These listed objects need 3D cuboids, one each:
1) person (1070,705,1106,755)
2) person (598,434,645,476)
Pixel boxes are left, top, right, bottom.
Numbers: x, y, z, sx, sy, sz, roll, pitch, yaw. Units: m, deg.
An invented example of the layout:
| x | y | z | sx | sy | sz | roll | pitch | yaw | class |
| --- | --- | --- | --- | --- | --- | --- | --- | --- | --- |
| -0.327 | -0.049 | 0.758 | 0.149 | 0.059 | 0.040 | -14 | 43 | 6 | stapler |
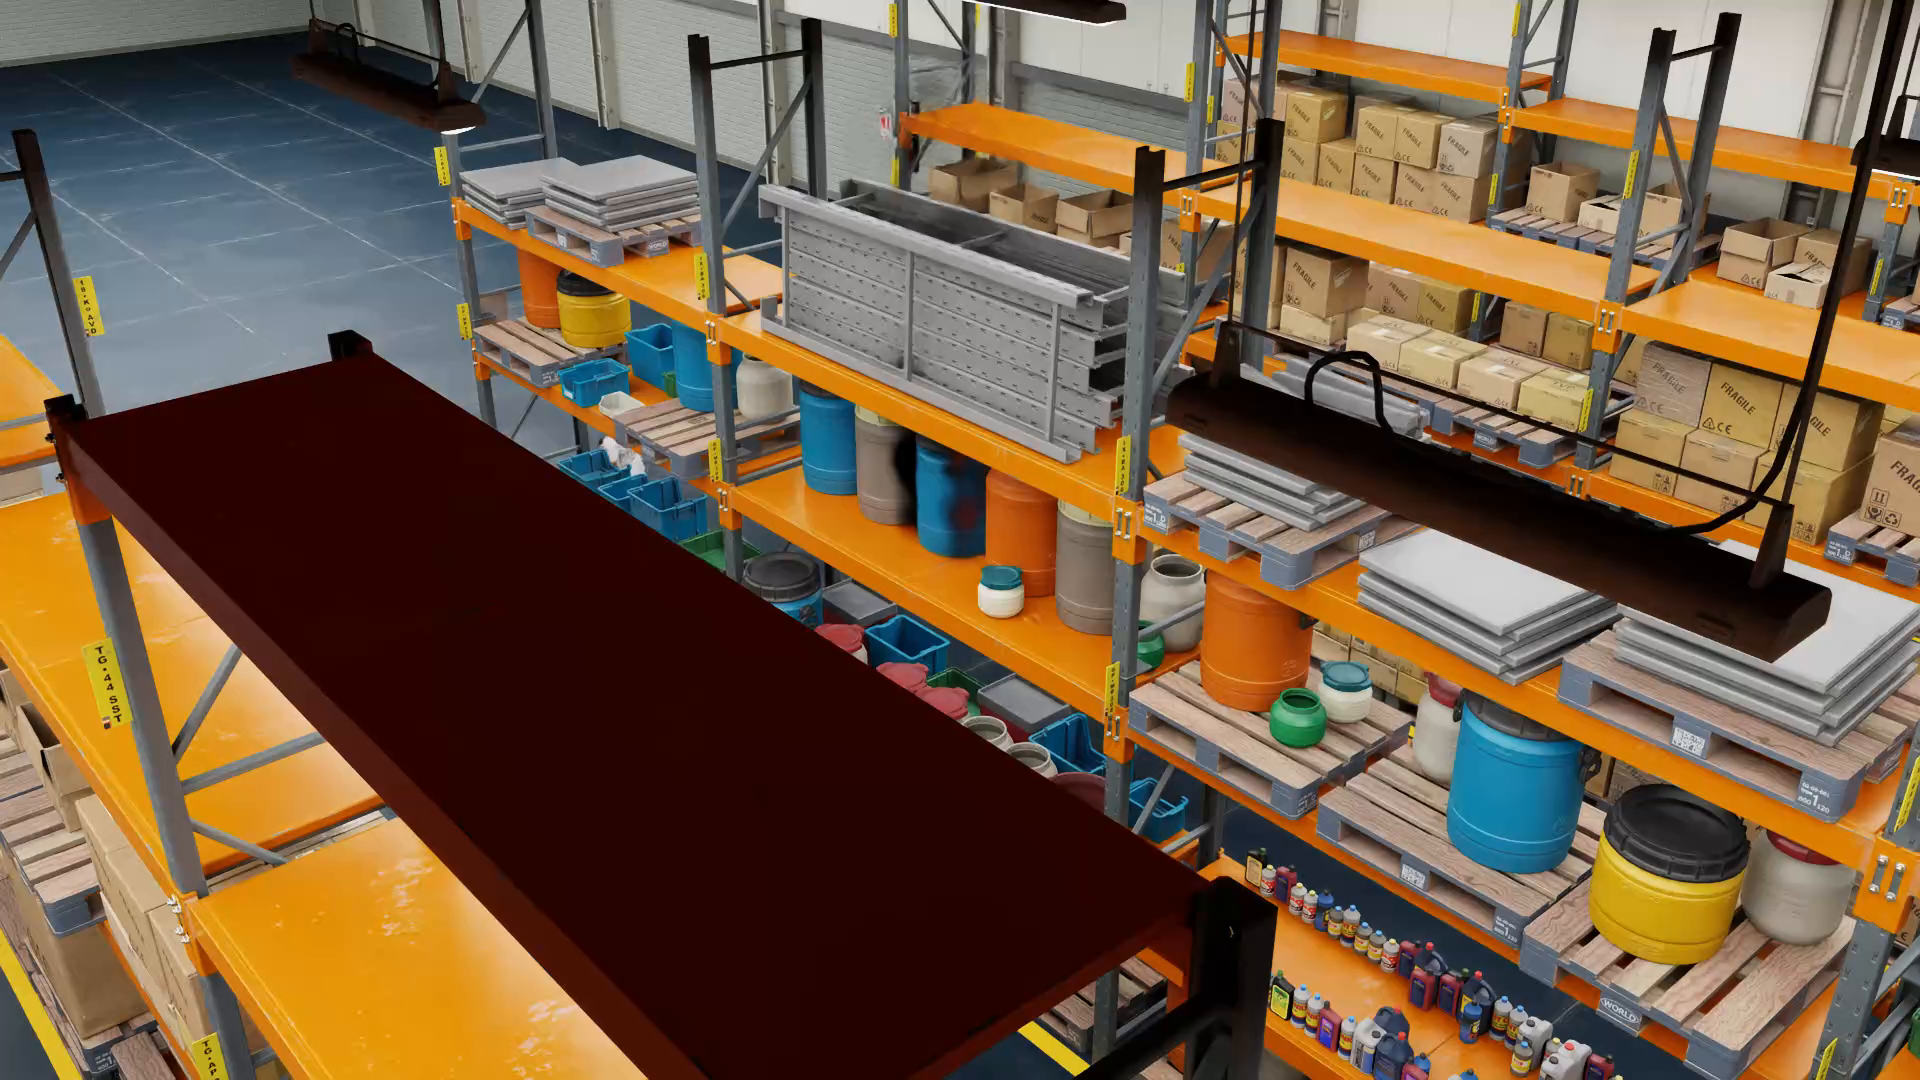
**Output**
| x | y | z | sx | sy | sz | roll | pitch | yaw | class |
| --- | --- | --- | --- | --- | --- | --- | --- | --- | --- |
| 1.064 | 1.013 | 13.691 | 0.791 | 1.768 | 0.640 | 21 | 33 | 35 | person |
| -3.433 | -0.639 | 17.105 | 0.575 | 1.631 | 0.647 | 12 | 29 | 22 | person |
